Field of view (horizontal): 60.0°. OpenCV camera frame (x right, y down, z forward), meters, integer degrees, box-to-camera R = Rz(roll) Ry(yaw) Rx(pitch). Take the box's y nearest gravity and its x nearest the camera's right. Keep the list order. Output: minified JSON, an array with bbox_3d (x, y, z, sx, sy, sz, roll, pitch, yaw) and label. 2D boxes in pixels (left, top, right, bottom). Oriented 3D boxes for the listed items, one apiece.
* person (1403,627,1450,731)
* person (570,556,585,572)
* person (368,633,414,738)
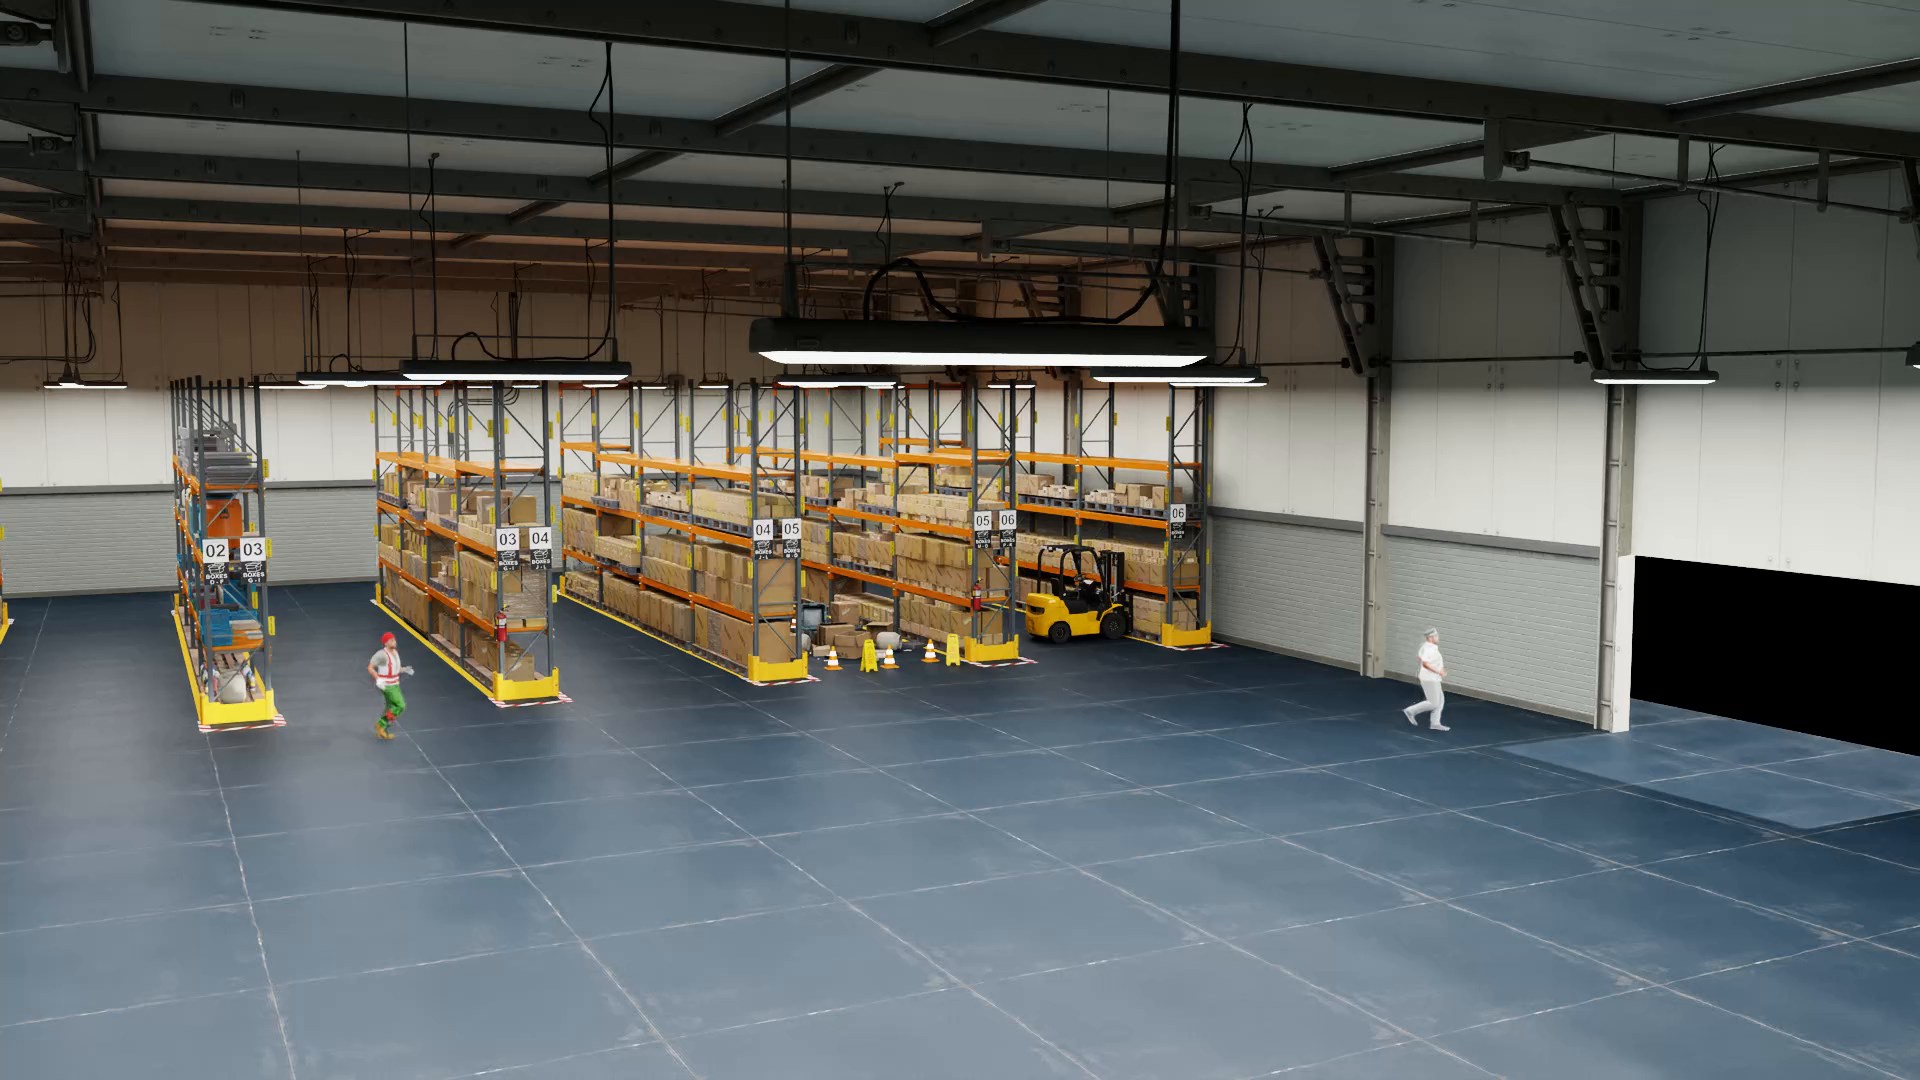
[{"bbox_3d":[7.911,2.344,28.138,0.772,1.755,0.660,1,5,13],"label":"person"},{"bbox_3d":[-11.131,0.567,48.652,0.819,1.694,0.629,-2,6,-25],"label":"person"},{"bbox_3d":[-9.359,2.398,27.463,0.612,1.748,0.631,0,5,5],"label":"person"}]
